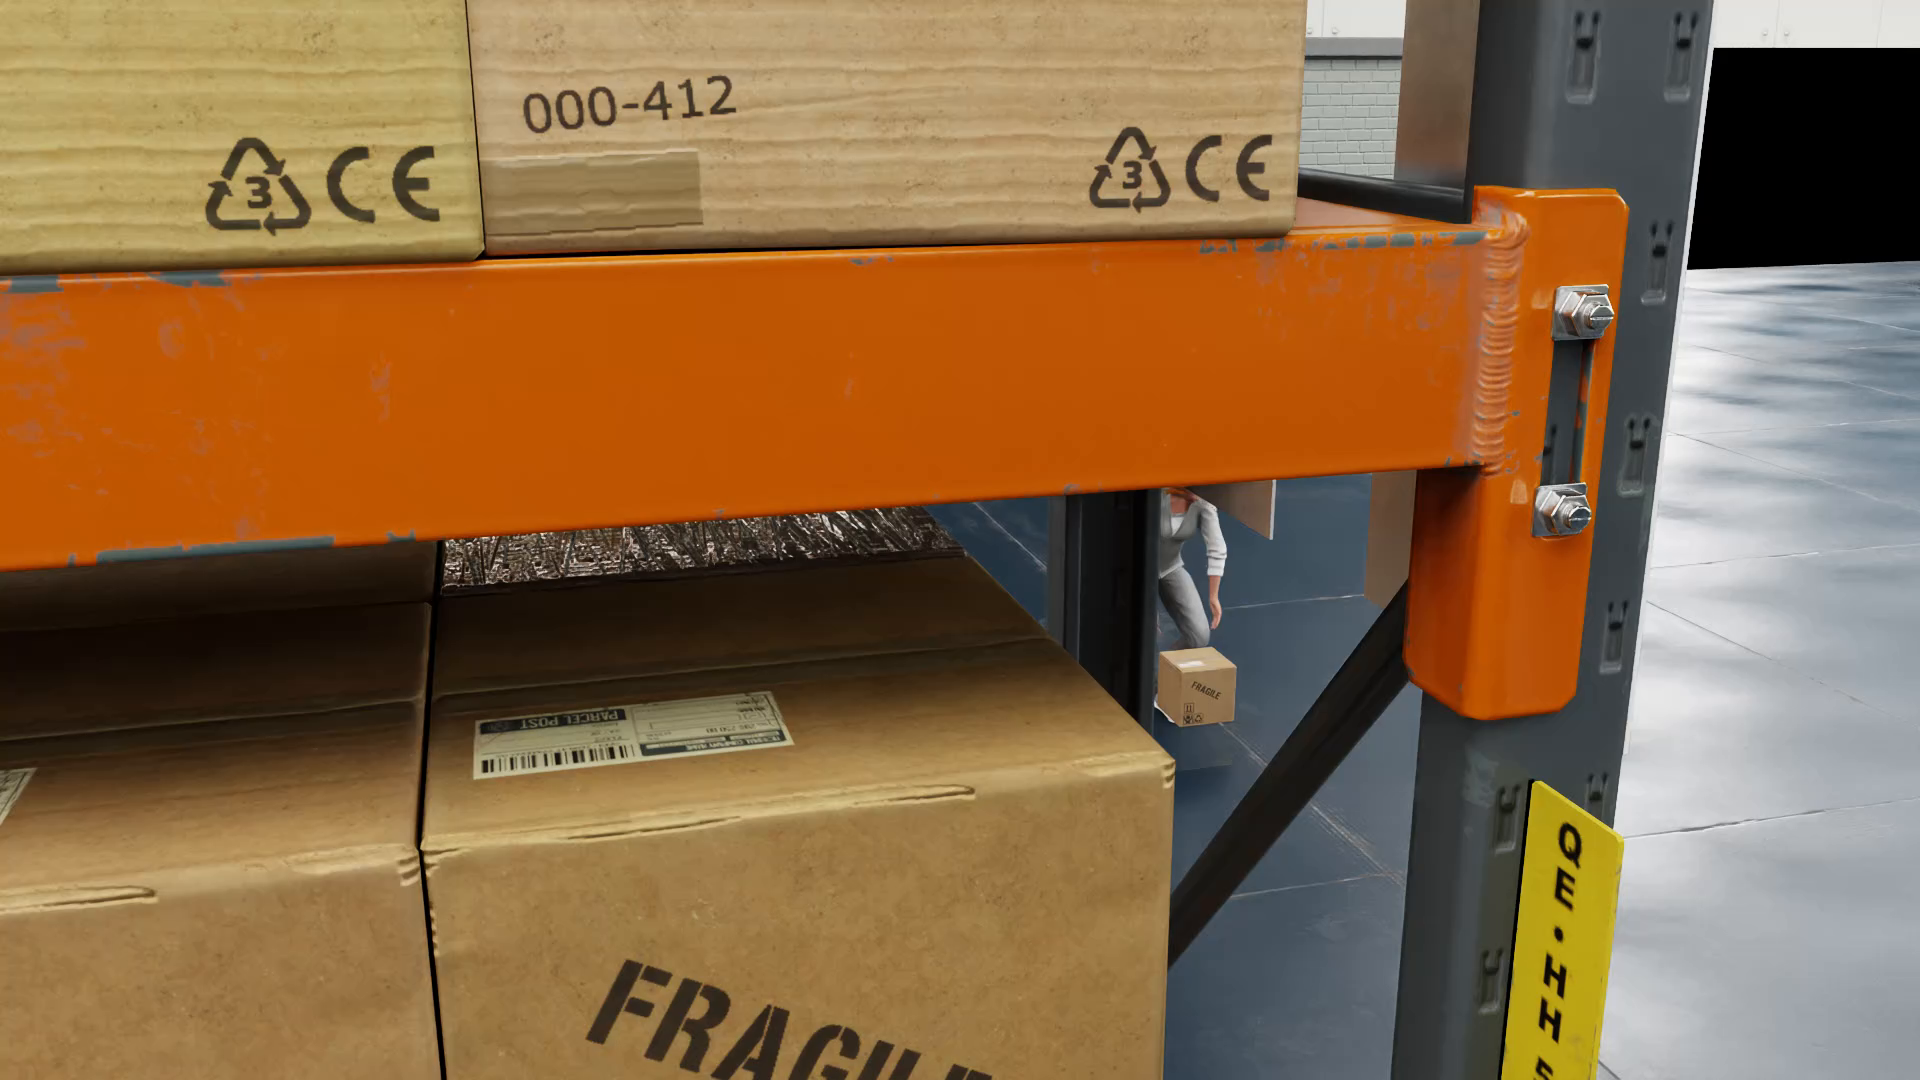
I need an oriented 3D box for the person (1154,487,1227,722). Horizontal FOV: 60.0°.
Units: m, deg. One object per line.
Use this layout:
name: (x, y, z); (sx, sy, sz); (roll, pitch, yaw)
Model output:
person: (0.921, 0.189, 7.403); (0.462, 1.325, 0.639); (-4, 17, -15)
